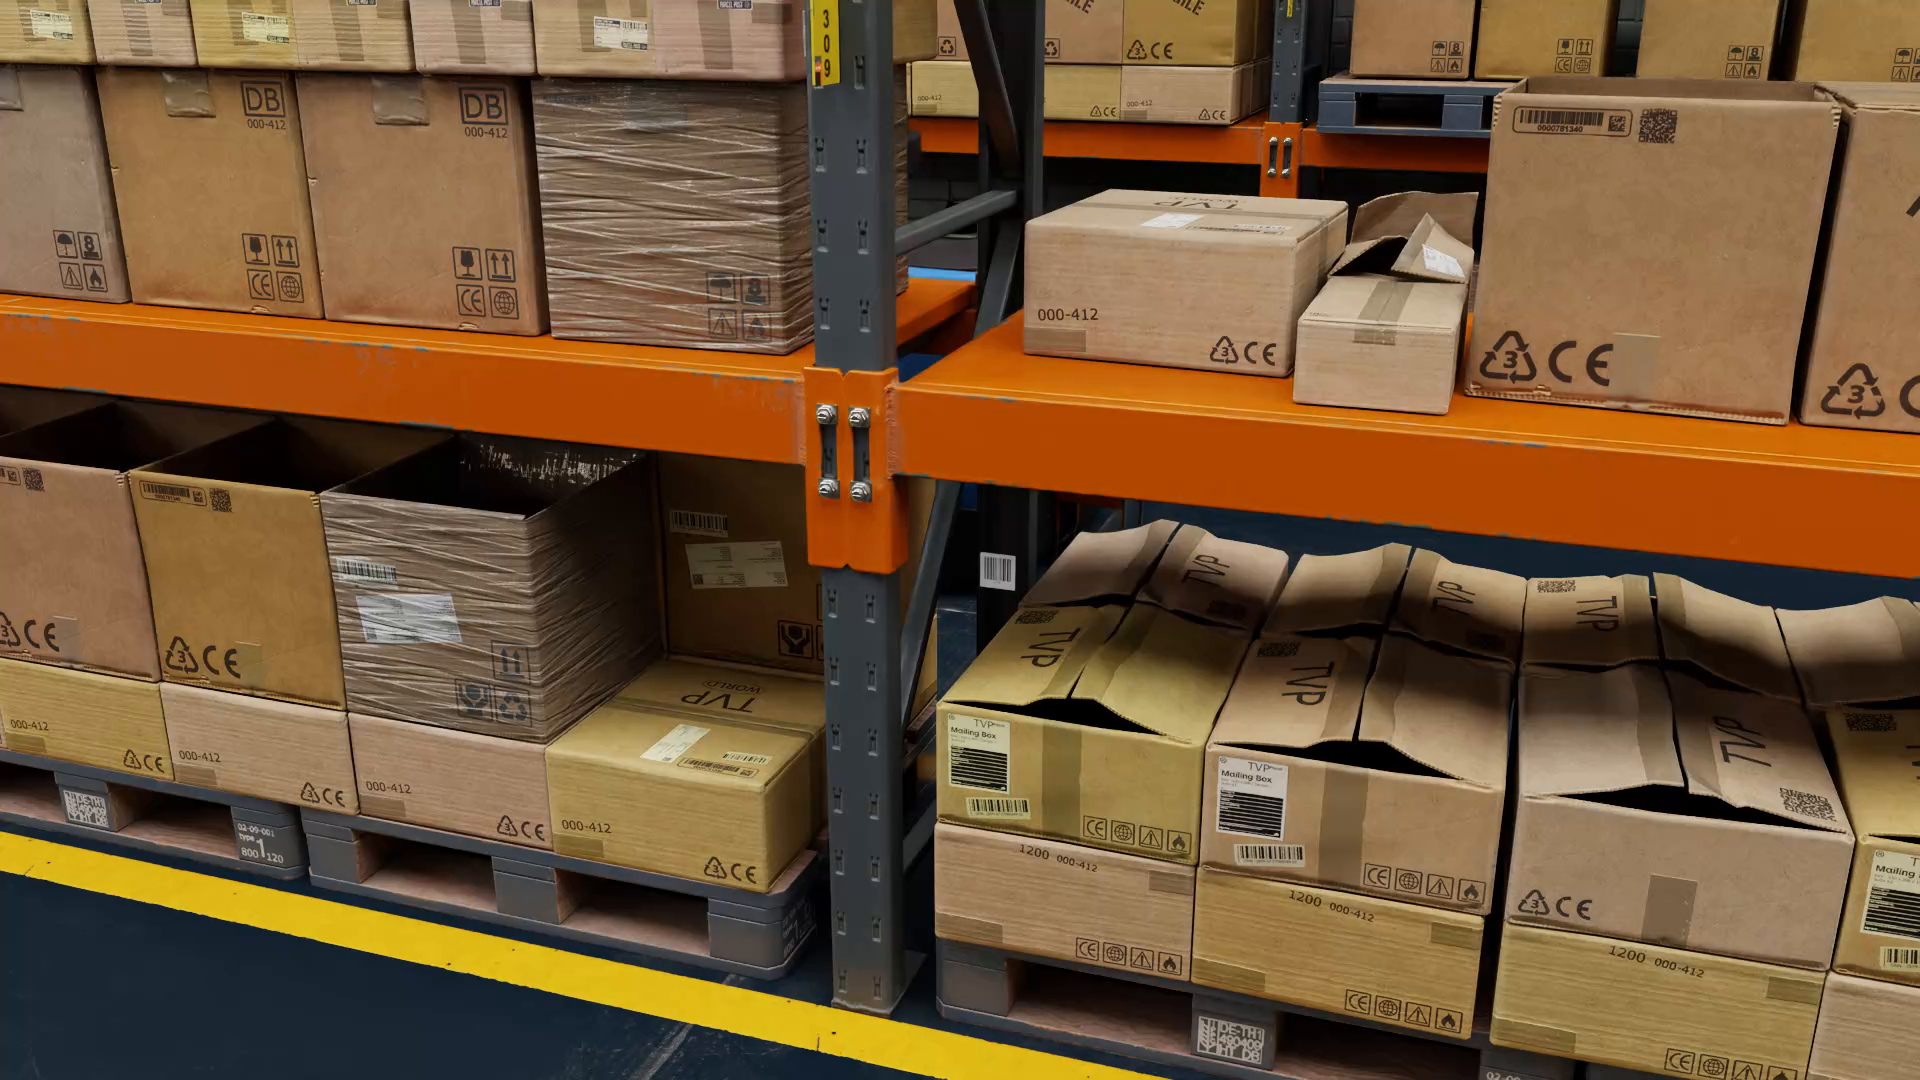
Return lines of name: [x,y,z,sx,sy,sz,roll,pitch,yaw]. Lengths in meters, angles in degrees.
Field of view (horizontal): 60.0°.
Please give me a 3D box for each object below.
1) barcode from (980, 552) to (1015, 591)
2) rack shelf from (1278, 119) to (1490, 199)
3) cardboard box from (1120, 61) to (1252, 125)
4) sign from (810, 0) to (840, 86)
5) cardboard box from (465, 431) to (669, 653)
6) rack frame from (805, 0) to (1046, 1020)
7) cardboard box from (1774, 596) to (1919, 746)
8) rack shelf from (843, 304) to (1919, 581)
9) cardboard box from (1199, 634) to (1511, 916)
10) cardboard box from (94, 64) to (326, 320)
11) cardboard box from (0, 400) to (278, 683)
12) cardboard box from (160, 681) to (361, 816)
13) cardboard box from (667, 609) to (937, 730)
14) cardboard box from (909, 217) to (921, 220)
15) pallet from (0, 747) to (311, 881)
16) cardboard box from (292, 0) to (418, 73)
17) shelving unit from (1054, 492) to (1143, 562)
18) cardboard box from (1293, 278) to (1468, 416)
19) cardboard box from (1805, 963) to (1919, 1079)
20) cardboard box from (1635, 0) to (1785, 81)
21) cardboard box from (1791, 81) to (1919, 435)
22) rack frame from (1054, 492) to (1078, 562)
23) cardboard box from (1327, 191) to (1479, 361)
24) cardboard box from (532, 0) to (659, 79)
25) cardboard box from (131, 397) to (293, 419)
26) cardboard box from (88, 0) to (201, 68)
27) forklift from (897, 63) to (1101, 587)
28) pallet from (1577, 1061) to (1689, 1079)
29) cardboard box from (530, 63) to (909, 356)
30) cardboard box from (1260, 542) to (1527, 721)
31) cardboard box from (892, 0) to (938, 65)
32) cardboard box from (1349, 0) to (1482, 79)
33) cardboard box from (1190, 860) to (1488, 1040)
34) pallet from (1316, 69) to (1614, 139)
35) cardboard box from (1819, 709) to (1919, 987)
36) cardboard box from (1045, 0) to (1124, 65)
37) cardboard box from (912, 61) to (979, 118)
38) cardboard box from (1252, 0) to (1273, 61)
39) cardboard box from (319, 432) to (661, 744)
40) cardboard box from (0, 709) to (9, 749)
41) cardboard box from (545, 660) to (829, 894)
barcode: [0.068,0.057,3.026,0.075,0.075,0.001,7,20,18]
rack shelf: [3.475,-1.604,7.214,4.000,0.370,1.077,7,20,18]
cardboard box: [1.039,-2.055,7.613,0.500,0.250,0.500,7,20,18]
sign: [-0.217,-0.893,2.645,0.005,0.325,0.100,7,20,18]
cardboard box: [-0.846,-0.072,4.127,0.500,0.500,0.500,7,20,18]
rack frame: [-0.036,-0.619,3.296,0.127,3.000,1.000,7,20,18]
cardboard box: [1.878,0.335,3.246,0.500,0.311,0.500,6,20,17]
rack shelf: [1.853,-0.064,2.794,4.000,0.370,1.077,7,20,18]
cardboard box: [0.744,0.394,3.077,0.500,0.311,0.500,6,20,17]
cardboard box: [-1.430,-0.823,3.728,0.500,0.500,0.700,7,20,19]
cardboard box: [-1.965,-0.015,3.964,0.500,0.500,0.500,7,20,18]
cardboard box: [-1.492,0.392,3.934,0.500,0.250,0.500,7,20,18]
cardboard box: [-0.375,0.336,4.093,0.500,0.250,0.500,7,20,18]
cardboard box: [-0.353,-1.360,8.551,0.500,0.500,0.700,5,20,15]
pallet: [-1.930,0.467,4.415,1.213,0.211,1.003,7,20,18]
cardboard box: [-1.093,-1.018,3.304,0.250,0.149,0.380,6,20,18]
shelving unit: [0.487,-0.421,5.689,0.252,1.050,0.215,9,21,24]
cardboard box: [0.734,-0.341,2.880,0.250,0.149,0.380,7,20,18]
cardboard box: [1.717,0.767,2.857,0.500,0.250,0.500,7,20,19]
cardboard box: [3.213,-2.225,7.083,0.500,0.500,0.700,10,21,26]
cardboard box: [1.655,-0.468,2.708,0.500,0.500,0.500,7,20,18]
rack frame: [0.376,-0.438,5.738,0.008,1.050,0.200,9,21,24]
cardboard box: [0.855,-0.518,3.209,0.258,0.266,0.396,6,20,17]
cardboard box: [-0.596,-0.963,3.144,0.250,0.149,0.380,6,20,17]
cardboard box: [-1.789,-0.182,4.442,0.500,0.500,0.500,7,20,18]
cardboard box: [-1.562,-1.073,3.461,0.250,0.149,0.380,7,20,20]
forklift: [-1.002,-1.539,6.039,3.031,2.935,1.130,9,21,24]
pallet: [1.829,0.896,3.185,1.213,0.211,1.003,7,20,18]
cardboard box: [-0.457,-0.713,3.411,0.500,0.500,0.700,6,20,17]
cardboard box: [0.934,0.225,3.562,0.500,0.311,0.500,7,20,20]
cardboard box: [-0.226,-1.062,3.429,0.250,0.149,0.380,6,20,18]
cardboard box: [2.056,-2.349,7.439,0.500,0.500,0.700,7,20,18]
cardboard box: [0.746,0.657,3.174,0.500,0.250,0.500,7,20,19]
pallet: [2.260,-1.942,7.381,1.213,0.211,1.003,7,20,18]
cardboard box: [1.725,0.504,2.761,0.500,0.311,0.500,7,20,20]
cardboard box: [0.565,-2.460,7.634,0.500,0.500,0.500,6,20,18]
cardboard box: [0.091,-2.161,7.917,0.500,0.250,0.500,6,20,18]
cardboard box: [1.211,-2.568,7.945,0.500,0.500,0.500,6,20,17]
cardboard box: [-1.014,0.087,3.670,0.500,0.500,0.500,7,20,18]
cardboard box: [-2.435,0.283,4.247,0.500,0.250,0.500,7,20,18]
cardboard box: [-0.546,0.499,3.628,0.500,0.250,0.500,7,20,18]
